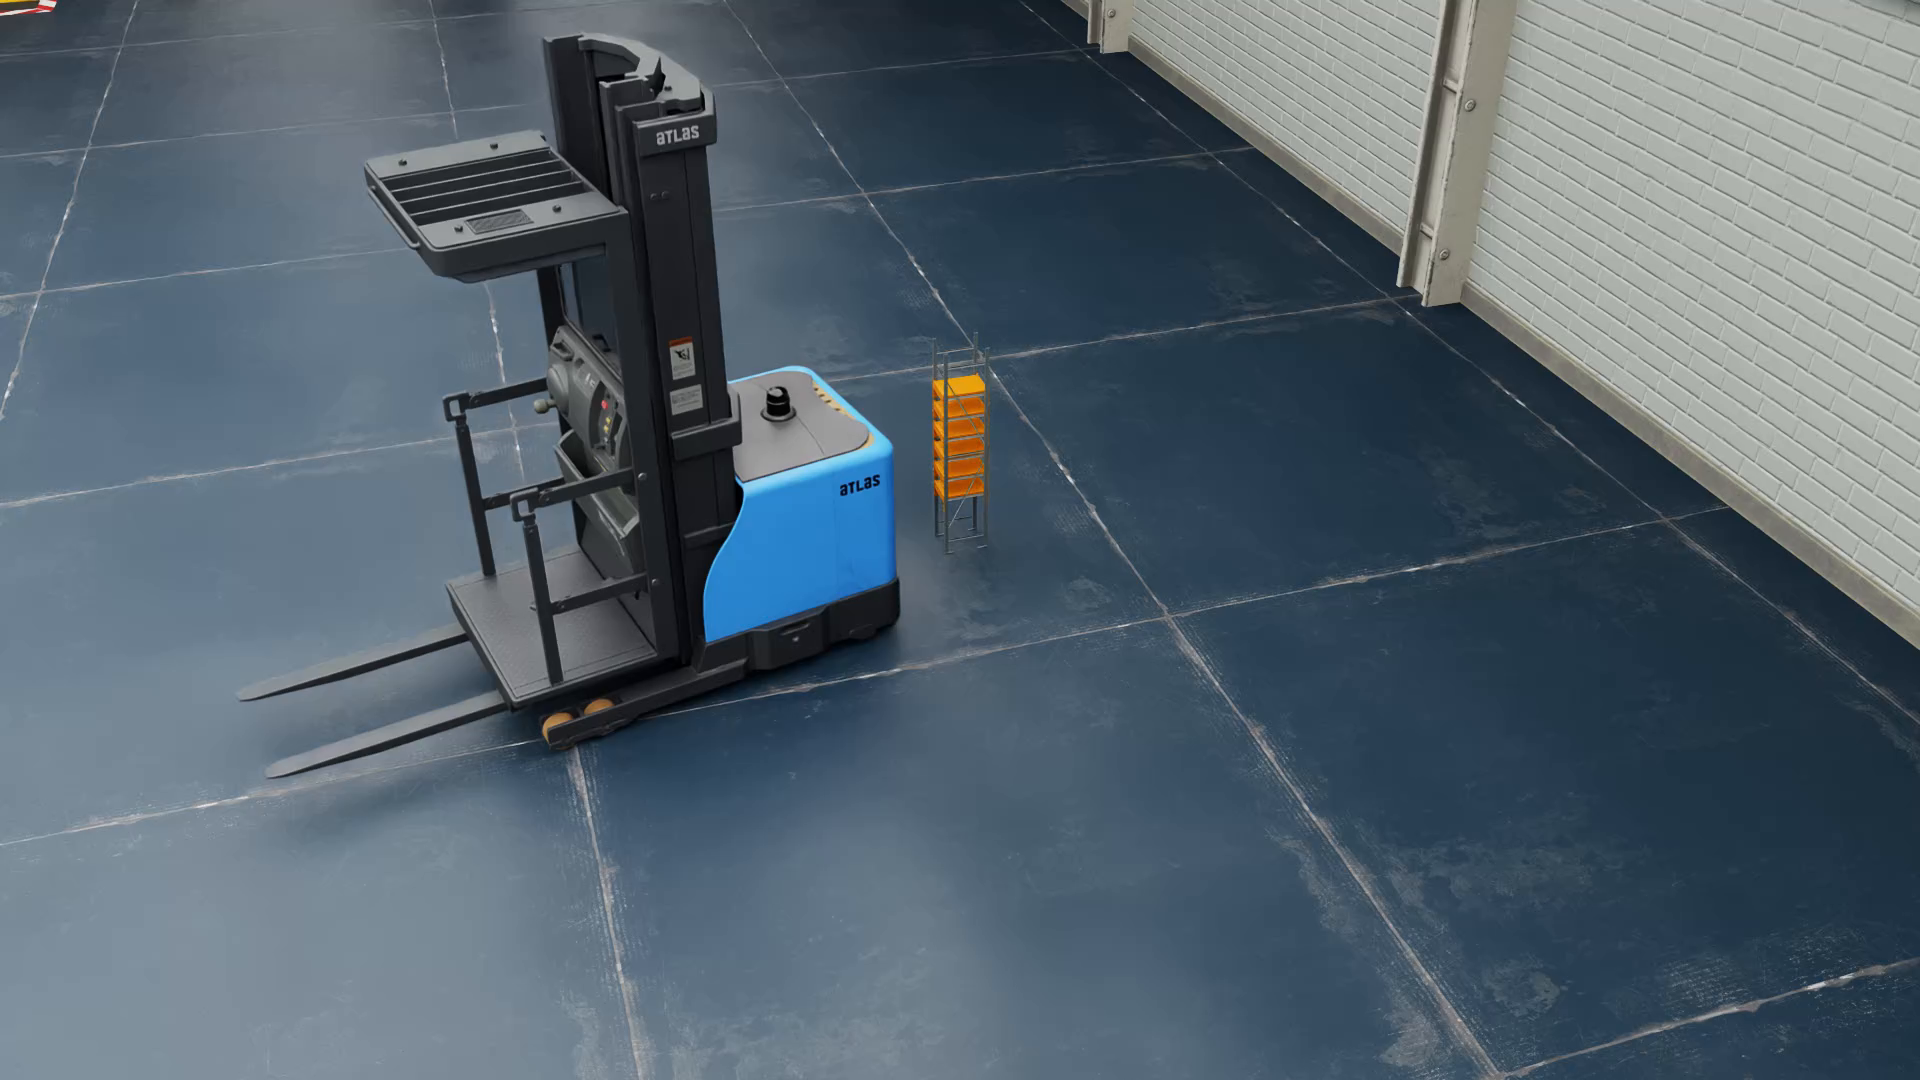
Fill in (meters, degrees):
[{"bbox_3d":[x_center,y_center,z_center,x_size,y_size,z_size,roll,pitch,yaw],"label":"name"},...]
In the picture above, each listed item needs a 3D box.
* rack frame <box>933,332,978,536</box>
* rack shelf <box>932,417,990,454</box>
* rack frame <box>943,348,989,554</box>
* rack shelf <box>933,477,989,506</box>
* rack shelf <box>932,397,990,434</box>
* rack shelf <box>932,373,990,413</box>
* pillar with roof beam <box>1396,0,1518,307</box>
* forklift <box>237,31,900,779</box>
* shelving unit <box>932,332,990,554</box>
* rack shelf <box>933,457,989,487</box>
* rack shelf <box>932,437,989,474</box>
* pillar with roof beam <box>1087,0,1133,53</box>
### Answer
[{"bbox_3d":[-0.023,-0.541,8.800,0.240,1.200,0.006,-10,35,-15],"label":"rack frame"},{"bbox_3d":[0.004,-0.556,8.686,0.258,0.103,0.180,-10,35,-15],"label":"rack shelf"},{"bbox_3d":[0.032,-0.445,8.654,0.240,1.200,0.006,-10,35,-15],"label":"rack frame"},{"bbox_3d":[0.004,-0.256,8.884,0.258,0.103,0.180,-10,35,-15],"label":"rack shelf"},{"bbox_3d":[0.004,-0.656,8.619,0.258,0.103,0.180,-10,35,-15],"label":"rack shelf"},{"bbox_3d":[0.004,-0.756,8.553,0.258,0.103,0.180,-10,35,-15],"label":"rack shelf"},{"bbox_3d":[-0.795,-4.772,8.129,9.100,9.000,0.400,-10,35,-15],"label":"pillar with roof beam"},{"bbox_3d":[-1.833,-0.598,7.315,3.031,2.935,1.130,-18,37,-25],"label":"forklift"},{"bbox_3d":[0.004,-0.493,8.727,0.258,1.200,0.189,-10,35,-15],"label":"shelving unit"},{"bbox_3d":[0.004,-0.356,8.818,0.258,0.103,0.180,-10,35,-15],"label":"rack shelf"},{"bbox_3d":[0.004,-0.456,8.752,0.258,0.103,0.180,-10,35,-15],"label":"rack shelf"},{"bbox_3d":[-2.625,-7.922,12.896,9.100,9.000,0.400,-10,35,-15],"label":"pillar with roof beam"}]
